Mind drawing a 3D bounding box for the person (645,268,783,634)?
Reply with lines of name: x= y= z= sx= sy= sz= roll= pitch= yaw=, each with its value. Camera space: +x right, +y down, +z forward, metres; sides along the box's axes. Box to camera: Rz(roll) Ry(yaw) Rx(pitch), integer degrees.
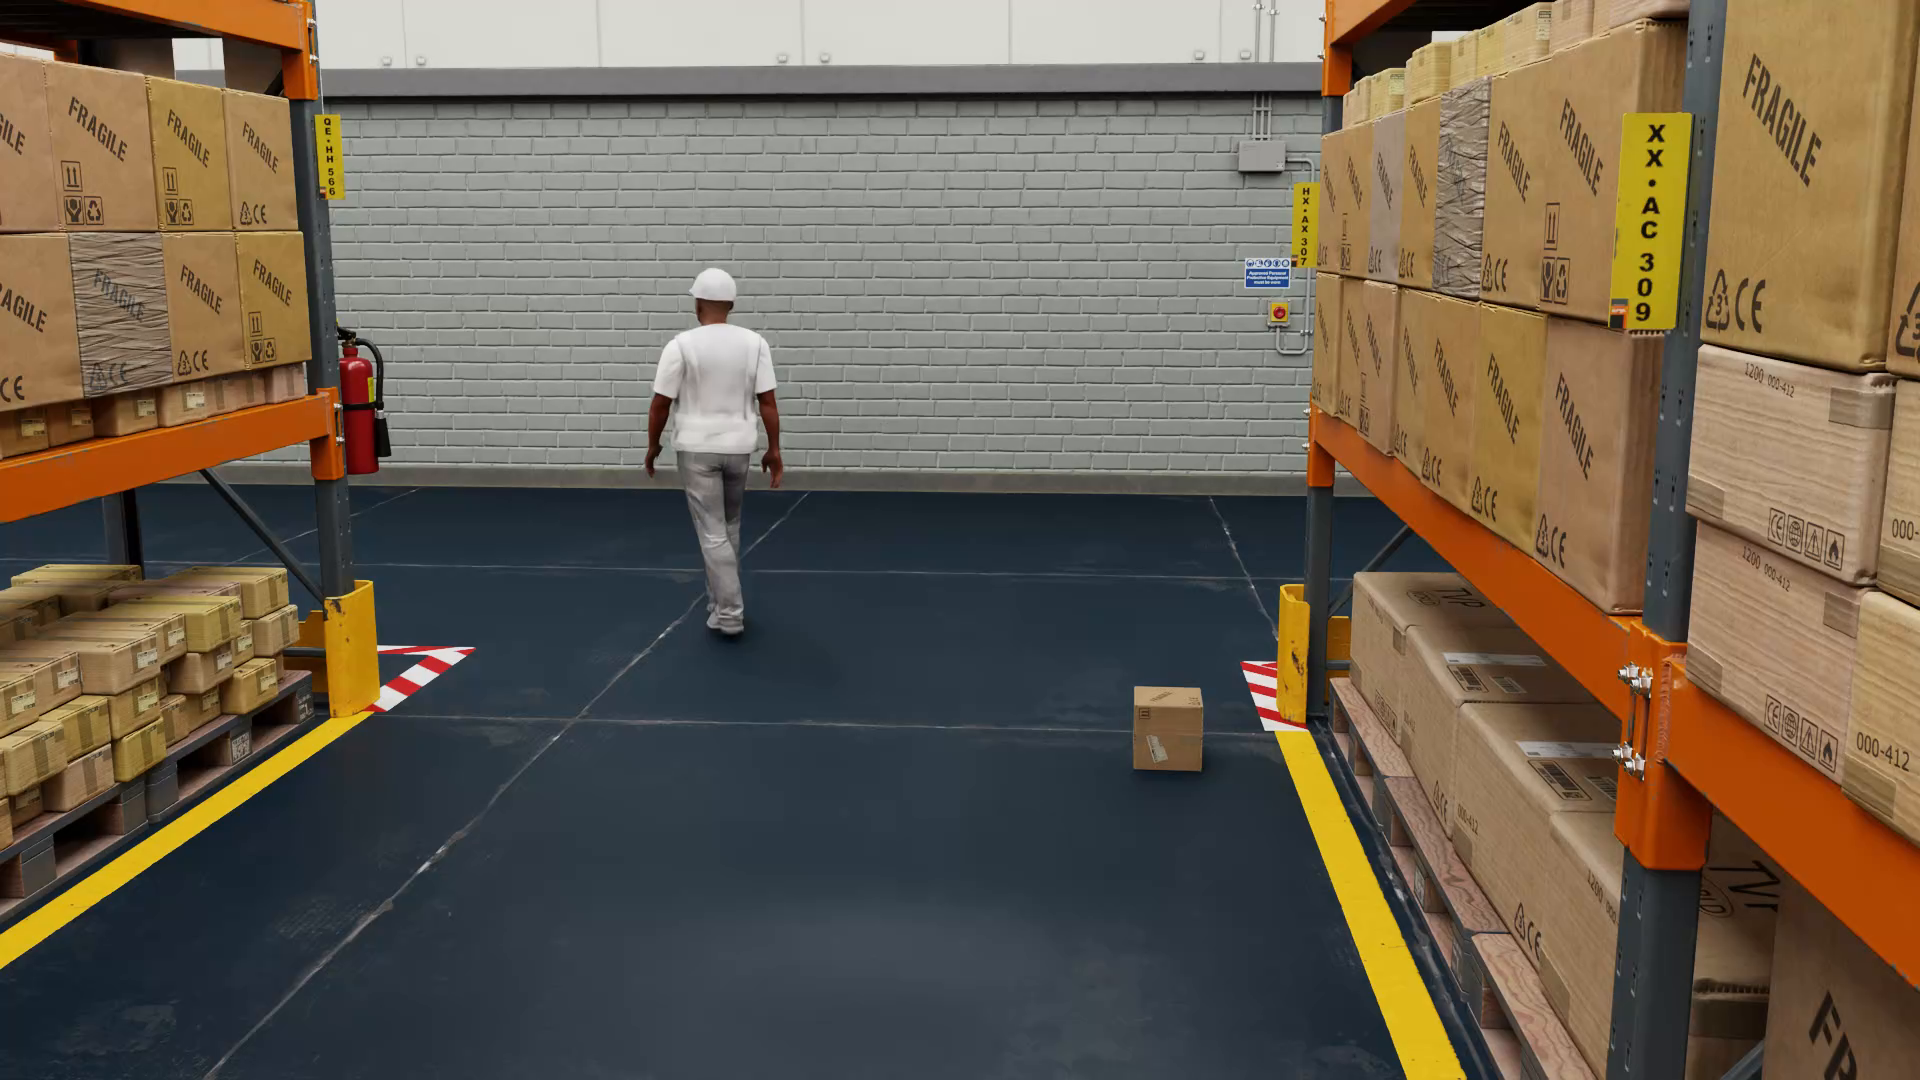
person: x=-1.231 y=-0.428 z=8.155 sx=0.614 sy=1.790 sz=0.794 roll=-6 pitch=12 yaw=-29
